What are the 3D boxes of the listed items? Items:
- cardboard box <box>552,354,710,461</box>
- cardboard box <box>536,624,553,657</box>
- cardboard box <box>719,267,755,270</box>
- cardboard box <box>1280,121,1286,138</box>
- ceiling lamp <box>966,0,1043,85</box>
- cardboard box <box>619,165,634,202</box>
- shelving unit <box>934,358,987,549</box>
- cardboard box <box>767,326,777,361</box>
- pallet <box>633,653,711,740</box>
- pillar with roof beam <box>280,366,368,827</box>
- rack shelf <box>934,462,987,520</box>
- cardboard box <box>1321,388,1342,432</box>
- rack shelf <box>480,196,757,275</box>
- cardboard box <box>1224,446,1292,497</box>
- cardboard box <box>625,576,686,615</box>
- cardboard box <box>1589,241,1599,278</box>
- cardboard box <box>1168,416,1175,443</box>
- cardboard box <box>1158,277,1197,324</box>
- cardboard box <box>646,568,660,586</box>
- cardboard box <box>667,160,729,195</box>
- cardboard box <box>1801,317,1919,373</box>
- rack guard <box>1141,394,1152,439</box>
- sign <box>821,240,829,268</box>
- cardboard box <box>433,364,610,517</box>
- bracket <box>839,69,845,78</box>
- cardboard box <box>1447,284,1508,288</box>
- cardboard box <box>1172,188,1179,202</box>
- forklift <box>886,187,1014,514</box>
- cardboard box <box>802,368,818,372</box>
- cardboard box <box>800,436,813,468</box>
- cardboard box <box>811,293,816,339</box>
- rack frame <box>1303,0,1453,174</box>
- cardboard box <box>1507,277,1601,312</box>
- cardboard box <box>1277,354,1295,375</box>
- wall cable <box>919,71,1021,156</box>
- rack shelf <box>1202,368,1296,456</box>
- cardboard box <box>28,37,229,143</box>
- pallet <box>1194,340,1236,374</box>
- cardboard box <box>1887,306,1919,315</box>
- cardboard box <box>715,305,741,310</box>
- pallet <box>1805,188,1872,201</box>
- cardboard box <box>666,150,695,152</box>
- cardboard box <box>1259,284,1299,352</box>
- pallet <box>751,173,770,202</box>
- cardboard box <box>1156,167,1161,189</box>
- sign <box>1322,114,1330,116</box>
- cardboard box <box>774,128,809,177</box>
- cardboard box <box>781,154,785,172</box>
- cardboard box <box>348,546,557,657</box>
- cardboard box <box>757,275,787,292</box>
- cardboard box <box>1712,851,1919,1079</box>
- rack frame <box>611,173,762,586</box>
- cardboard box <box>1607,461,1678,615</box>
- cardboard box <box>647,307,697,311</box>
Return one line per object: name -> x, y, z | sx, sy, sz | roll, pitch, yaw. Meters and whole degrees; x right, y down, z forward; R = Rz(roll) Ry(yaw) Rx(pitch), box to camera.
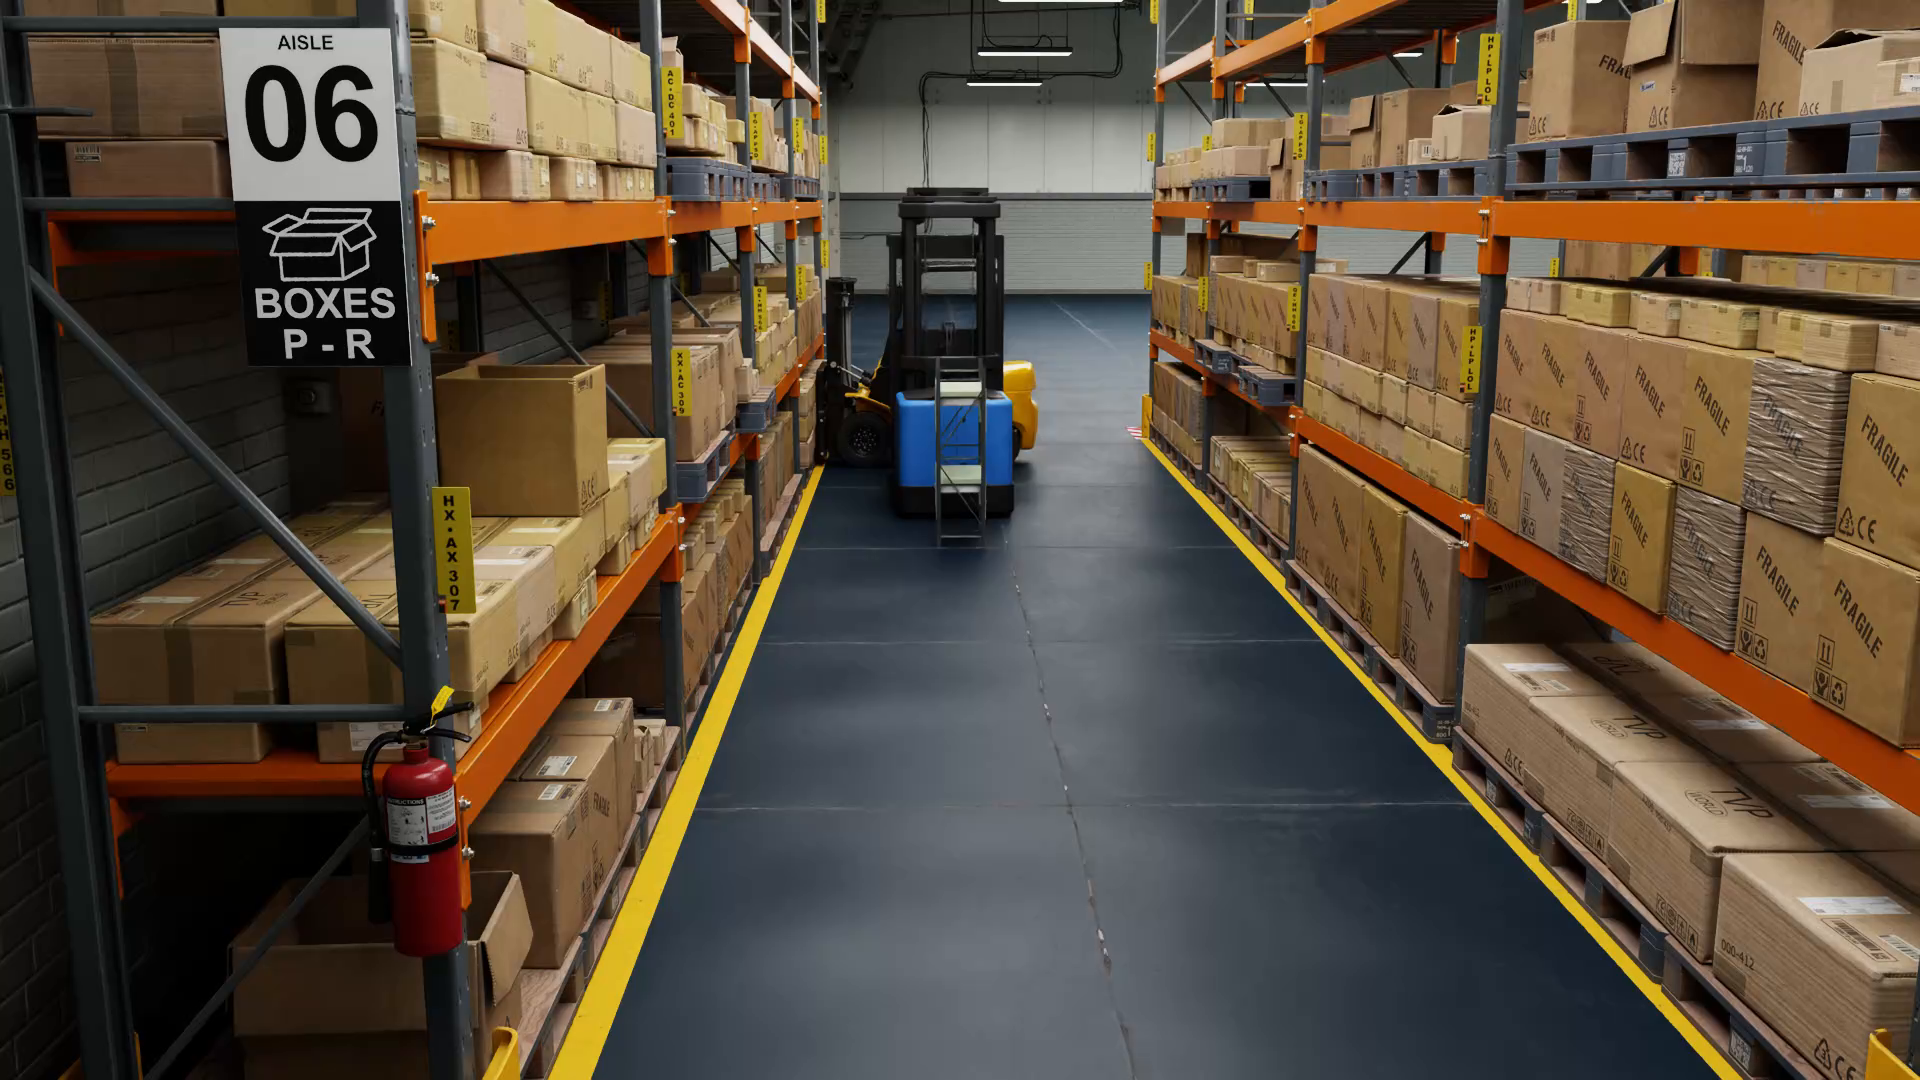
cardboard box -> -1.693, -0.693, 8.622 | 0.700, 0.500, 0.500 | 0, 11, 0
cardboard box -> -1.603, 0.305, 5.642 | 0.380, 0.149, 0.250 | 0, 11, 0
cardboard box -> -2.442, -2.913, 18.240 | 0.380, 0.149, 0.250 | -1, 11, -3
cardboard box -> 3.030, -3.685, 15.197 | 0.500, 0.250, 0.500 | 0, 11, 0
ceiling lamp -> 1.167, -13.600, 43.780 | 2.000, 3.185, 0.800 | 0, 11, -1
cardboard box -> -1.605, -1.515, 7.072 | 0.380, 0.149, 0.250 | 0, 11, 1
shelving unit -> 0.000, -0.736, 13.917 | 0.431, 1.500, 0.755 | 0, 11, -1
cardboard box -> -1.756, -1.600, 13.523 | 0.500, 0.250, 0.500 | -1, 11, -3
pallet -> -1.961, 0.864, 9.268 | 1.003, 0.211, 1.213 | 0, 11, -1
pillar with roof beam -> 1.511, -3.157, 6.985 | 9.100, 9.000, 0.400 | 0, 11, -1
rack shelf -> 0.000, -0.417, 13.981 | 0.431, 0.370, 0.720 | 0, 11, -1
cardboard box -> 2.760, -0.883, 11.246 | 0.500, 0.250, 0.500 | -1, 11, -3
rack shelf -> -1.948, -1.856, 9.928 | 1.077, 0.370, 4.000 | 0, 11, -1
cardboard box -> 2.923, -0.623, 15.139 | 0.950, 0.372, 0.625 | 0, 11, 2
cardboard box -> -1.648, 0.288, 8.694 | 0.380, 0.149, 0.250 | 0, 11, 2
cardboard box -> 7.828, -3.208, 19.232 | 0.875, 0.550, 0.550 | 0, 11, -1
cardboard box -> 2.575, -1.234, 18.458 | 0.500, 0.250, 0.500 | 1, 11, 3
cardboard box -> 2.555, -2.744, 19.040 | 0.500, 0.500, 0.500 | 0, 11, 1
cardboard box -> -1.708, 0.143, 8.663 | 0.380, 0.149, 0.250 | 0, 11, -2
cardboard box -> -1.714, -2.232, 10.350 | 0.500, 0.250, 0.500 | 0, 11, -1
cardboard box -> 2.813, -0.596, 5.053 | 0.380, 0.149, 0.250 | 0, 11, -2
rack guard -> 2.810, -1.507, 20.231 | 1.175, 0.500, 0.348 | 0, 11, -1
sign -> -1.611, -3.409, 19.811 | 0.100, 0.325, 0.005 | 0, 11, -1
cardboard box -> -1.595, -0.375, 6.106 | 0.500, 0.500, 0.500 | 0, 11, 0
bracket -> -3.244, -12.659, 44.769 | 0.076, 0.066, 4.783 | 0, 11, -1
cardboard box -> 3.272, -1.293, 10.122 | 0.500, 0.500, 0.500 | 0, 11, -2
cardboard box -> 2.521, -3.770, 18.186 | 0.380, 0.149, 0.250 | 0, 11, -1
forklift -> -0.147, -1.914, 16.121 | 1.130, 2.935, 3.031 | -1, 12, -4
cardboard box -> -1.796, -1.783, 18.646 | 0.500, 0.250, 0.500 | 0, 11, 0
cardboard box -> -1.751, -0.887, 16.746 | 0.500, 0.250, 0.500 | 0, 11, -1
cardboard box -> -1.869, -2.473, 18.455 | 0.500, 0.500, 0.500 | 0, 11, -2
rack frame -> 2.974, -4.097, 11.622 | 1.000, 3.000, 0.127 | 0, 11, -1
cardboard box -> 2.803, -1.155, 7.811 | 0.380, 0.149, 0.250 | 0, 11, -2
cardboard box -> 2.654, -1.357, 12.779 | 0.380, 0.149, 0.250 | 0, 11, 0
wall cable -> 0.305, -13.043, 50.825 | 3.097, 2.526, 0.112 | 0, 11, -1
rack shelf -> 2.932, -1.202, 14.249 | 1.077, 0.370, 4.000 | 0, 11, -1
cardboard box -> -2.105, -1.175, 4.393 | 0.500, 0.250, 0.500 | 0, 11, -2
pallet -> 2.761, -1.706, 15.405 | 1.003, 0.211, 1.213 | 0, 11, -1
cardboard box -> 3.359, -0.704, 5.585 | 0.380, 0.149, 0.250 | 0, 11, -1
cardboard box -> -1.840, -1.875, 13.875 | 0.380, 0.149, 0.250 | 0, 11, -1
pallet -> 7.828, -2.925, 13.864 | 1.003, 0.211, 1.213 | 0, 11, 1
cardboard box -> -1.589, -2.105, 8.671 | 0.380, 0.149, 0.250 | 0, 11, -1
cardboard box -> 2.665, -1.750, 13.083 | 0.500, 0.500, 0.500 | 0, 11, -2
pallet -> -2.092, -2.648, 12.498 | 1.213, 0.211, 1.003 | 0, 11, 1
cardboard box -> 2.552, -4.189, 19.246 | 0.500, 0.250, 0.500 | 0, 11, -2
sign -> 3.446, -3.872, 15.764 | 0.100, 0.325, 0.005 | 0, 11, -1
cardboard box -> -2.006, -4.094, 17.584 | 0.797, 0.503, 0.637 | 0, 11, 1
cardboard box -> -1.745, -3.315, 14.637 | 0.380, 0.149, 0.250 | 0, 11, -1
cardboard box -> -1.574, 0.191, 5.205 | 0.500, 0.250, 0.500 | 0, 11, -1
cardboard box -> -1.782, -2.508, 16.248 | 0.380, 0.149, 0.250 | 0, 11, 0
cardboard box -> 3.025, 1.352, 5.237 | 0.875, 0.438, 0.875 | -1, 11, -3
rack frame -> -1.989, -1.136, 12.114 | 1.000, 3.000, 0.127 | 0, 11, -1
cardboard box -> 2.825, -0.015, 6.339 | 0.500, 0.500, 0.500 | 0, 11, 1
cardboard box -> -2.351, -1.820, 13.603 | 0.380, 0.149, 0.250 | 0, 11, -2
